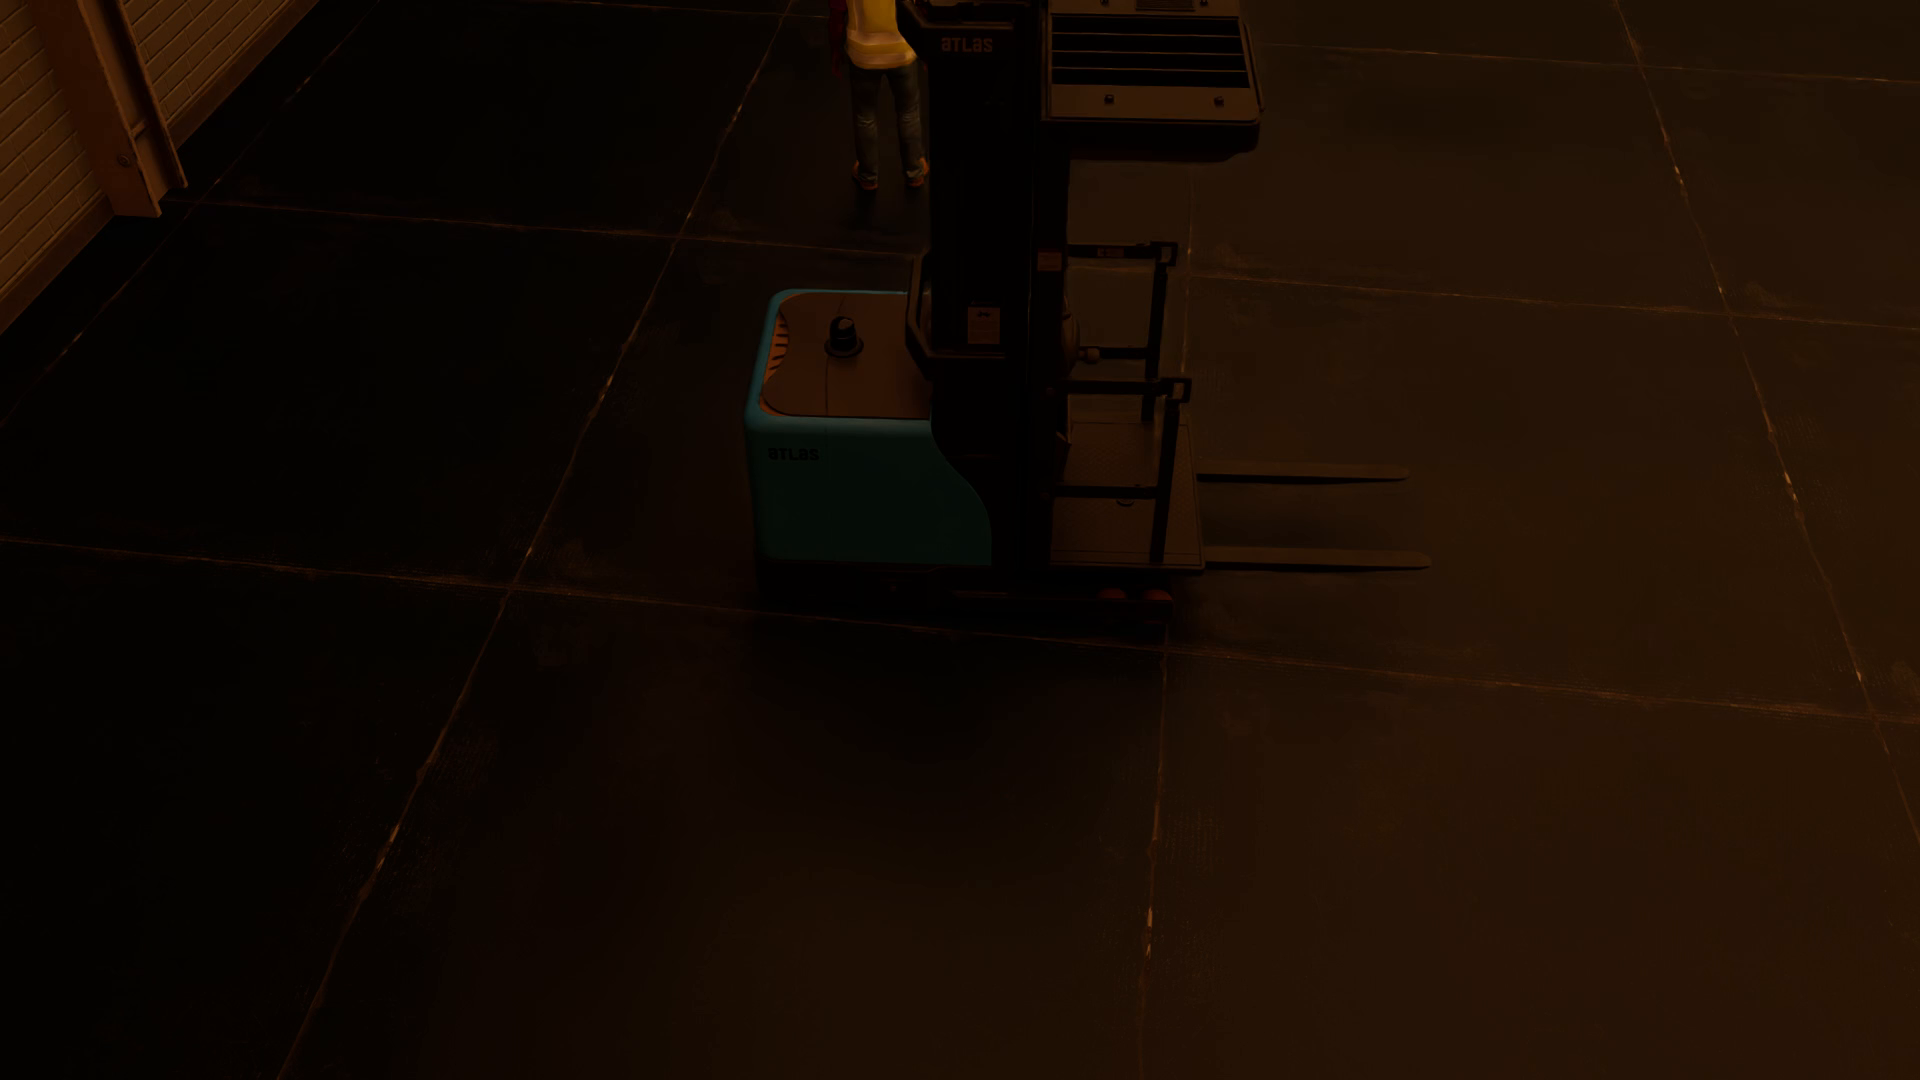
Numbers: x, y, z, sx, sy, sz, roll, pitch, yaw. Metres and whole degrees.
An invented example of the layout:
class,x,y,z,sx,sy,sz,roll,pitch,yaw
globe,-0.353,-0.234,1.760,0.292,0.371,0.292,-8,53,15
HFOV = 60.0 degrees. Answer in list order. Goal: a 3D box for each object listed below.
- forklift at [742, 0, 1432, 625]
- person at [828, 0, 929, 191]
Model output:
class,x,y,z,sx,sy,sz,roll,pitch,yaw
forklift,0.612,-1.068,6.887,3.031,2.935,1.130,2,43,2
person,-0.457,-2.878,9.726,0.626,1.759,0.461,-6,43,-6
